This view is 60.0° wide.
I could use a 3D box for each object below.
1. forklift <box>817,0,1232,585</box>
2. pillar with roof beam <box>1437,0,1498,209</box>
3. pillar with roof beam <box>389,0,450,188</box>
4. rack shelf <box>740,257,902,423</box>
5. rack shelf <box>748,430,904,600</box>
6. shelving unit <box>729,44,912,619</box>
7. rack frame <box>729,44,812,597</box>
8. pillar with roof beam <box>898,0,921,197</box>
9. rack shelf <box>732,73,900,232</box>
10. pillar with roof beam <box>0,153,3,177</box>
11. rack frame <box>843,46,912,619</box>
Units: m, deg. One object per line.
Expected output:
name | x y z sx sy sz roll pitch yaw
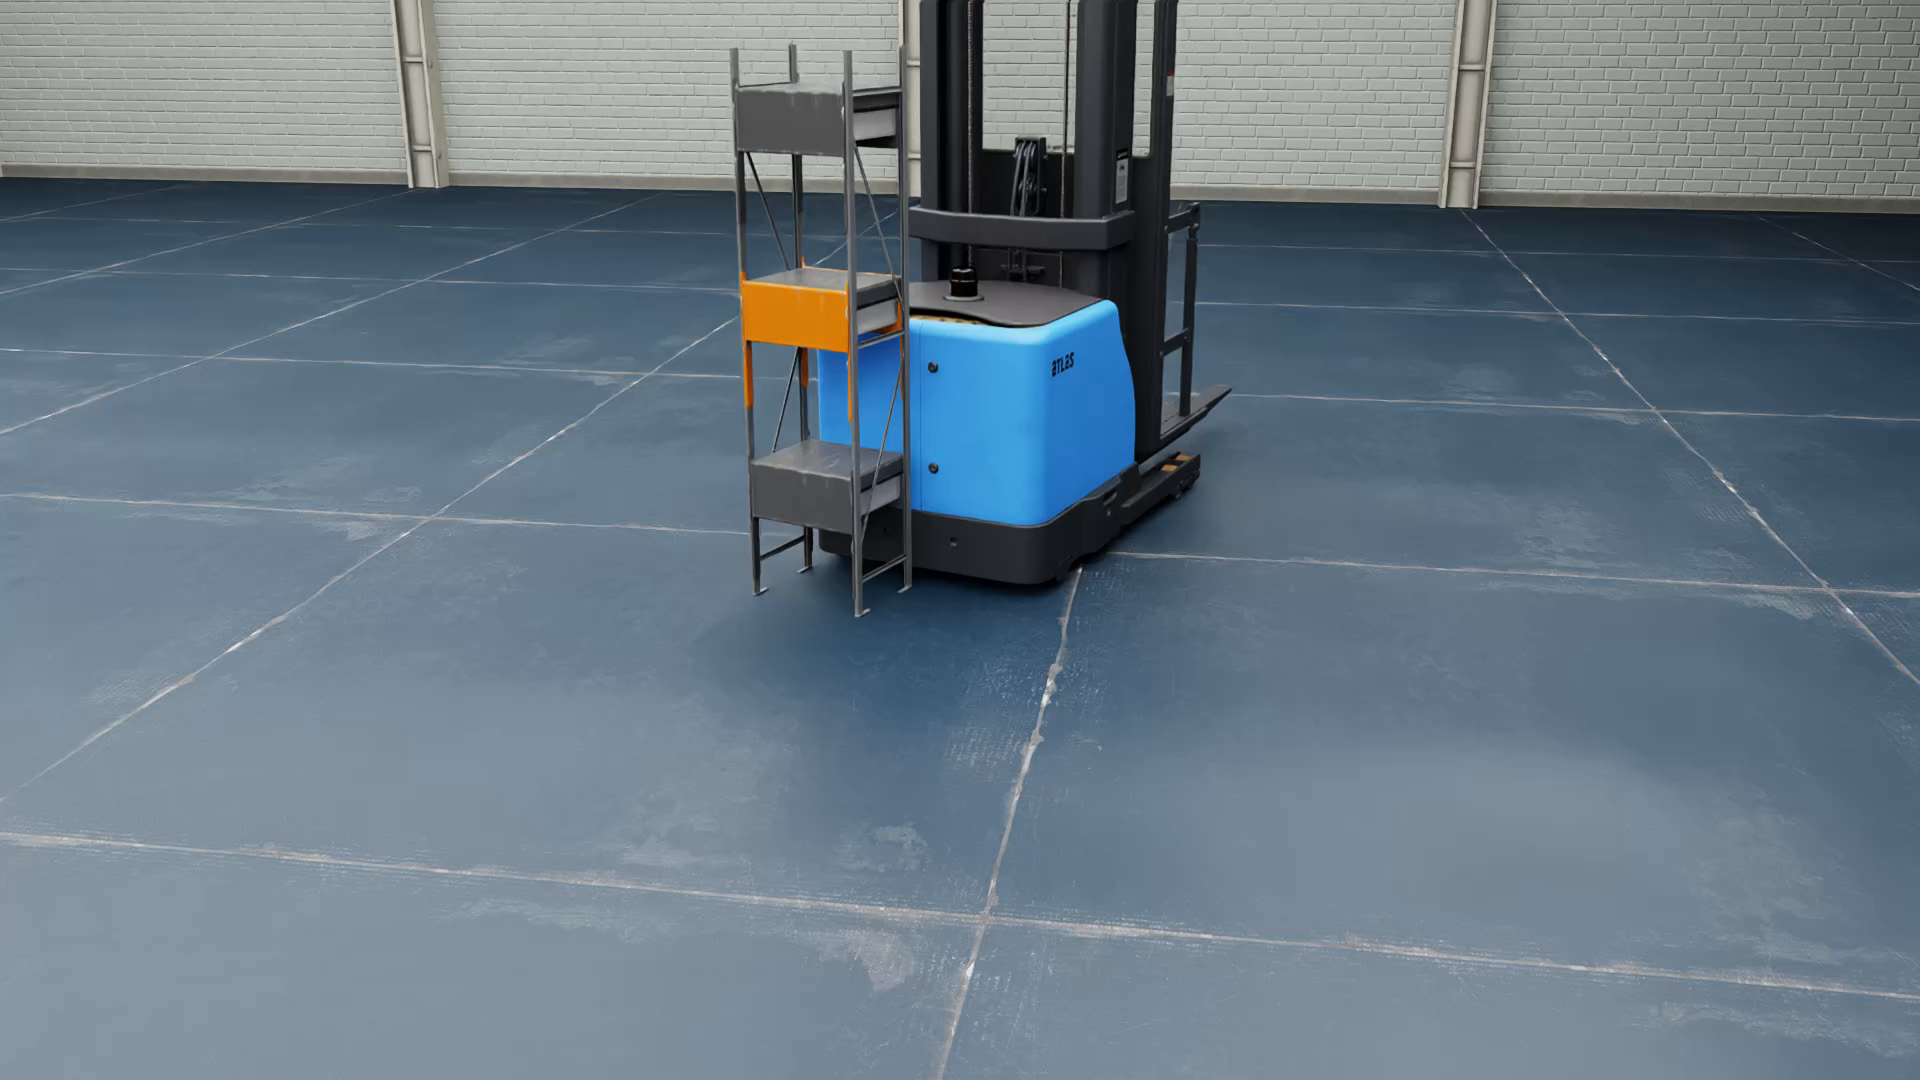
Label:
forklift | 0.514 -1.638 7.579 1.130 2.935 3.031 9 20 25
pillar with roof beam | 4.773 -6.579 12.782 0.400 9.000 9.100 3 19 9
pillar with roof beam | -7.076 -7.183 14.587 0.400 9.000 9.100 3 19 9
rack shelf | -0.511 -0.773 6.348 0.480 0.518 0.431 10 21 28
rack shelf | -0.511 -0.109 6.570 0.480 0.518 0.431 10 21 28
shelving unit | -0.511 -0.786 6.343 0.503 2.100 0.431 10 21 28
rack frame | -0.723 -0.824 6.458 0.015 2.100 0.400 10 21 28
pillar with roof beam | -1.152 -6.881 13.685 0.400 9.000 9.100 3 19 9
rack shelf | -0.511 -1.437 6.125 0.480 0.518 0.431 10 21 28
pillar with roof beam | -13.000 -7.485 15.490 0.400 9.000 9.100 3 19 9
rack frame | -0.299 -0.748 6.229 0.015 2.100 0.400 10 21 28
